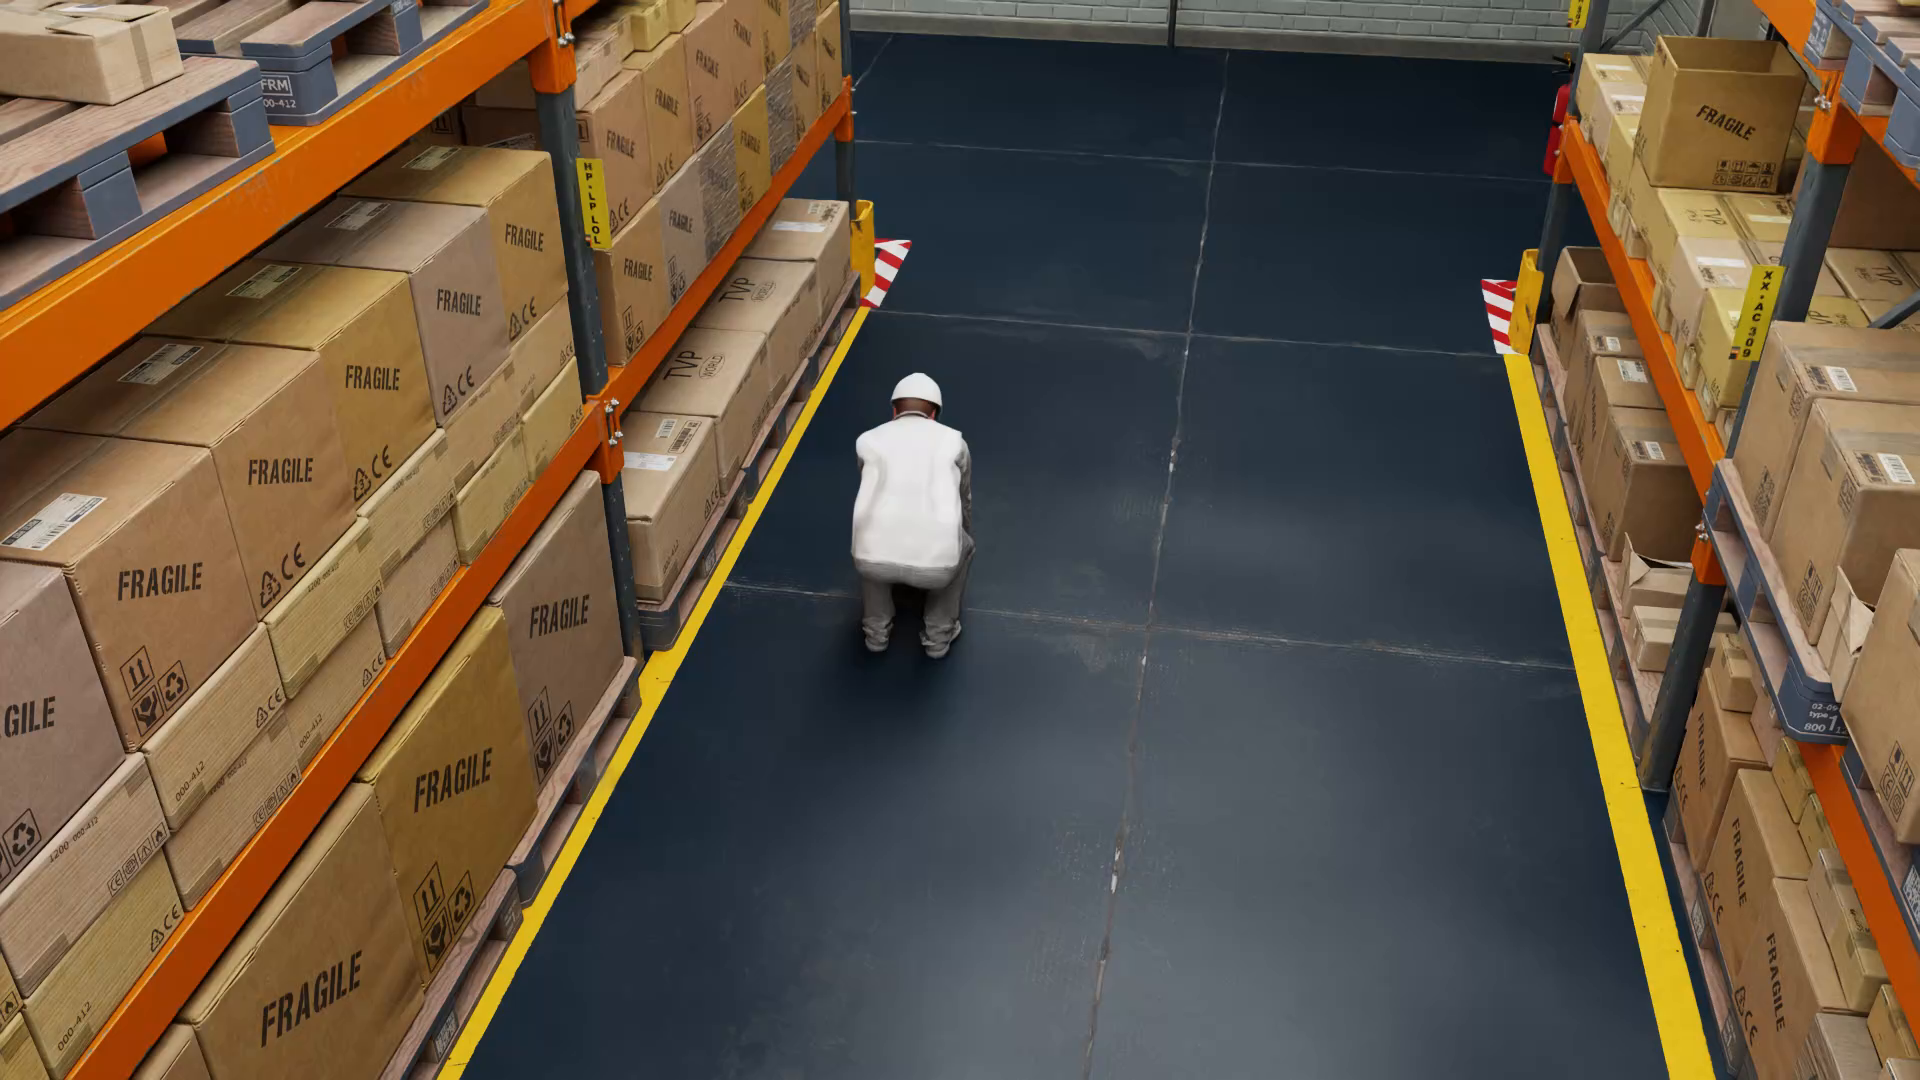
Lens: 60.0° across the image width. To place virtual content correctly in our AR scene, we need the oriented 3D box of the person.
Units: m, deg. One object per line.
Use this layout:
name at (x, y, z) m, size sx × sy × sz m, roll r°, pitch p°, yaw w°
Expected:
person at (-0.195, -0.083, 6.979) m, size 0.507 × 1.000 × 0.924 m, roll 4°, pitch 32°, yaw 7°
